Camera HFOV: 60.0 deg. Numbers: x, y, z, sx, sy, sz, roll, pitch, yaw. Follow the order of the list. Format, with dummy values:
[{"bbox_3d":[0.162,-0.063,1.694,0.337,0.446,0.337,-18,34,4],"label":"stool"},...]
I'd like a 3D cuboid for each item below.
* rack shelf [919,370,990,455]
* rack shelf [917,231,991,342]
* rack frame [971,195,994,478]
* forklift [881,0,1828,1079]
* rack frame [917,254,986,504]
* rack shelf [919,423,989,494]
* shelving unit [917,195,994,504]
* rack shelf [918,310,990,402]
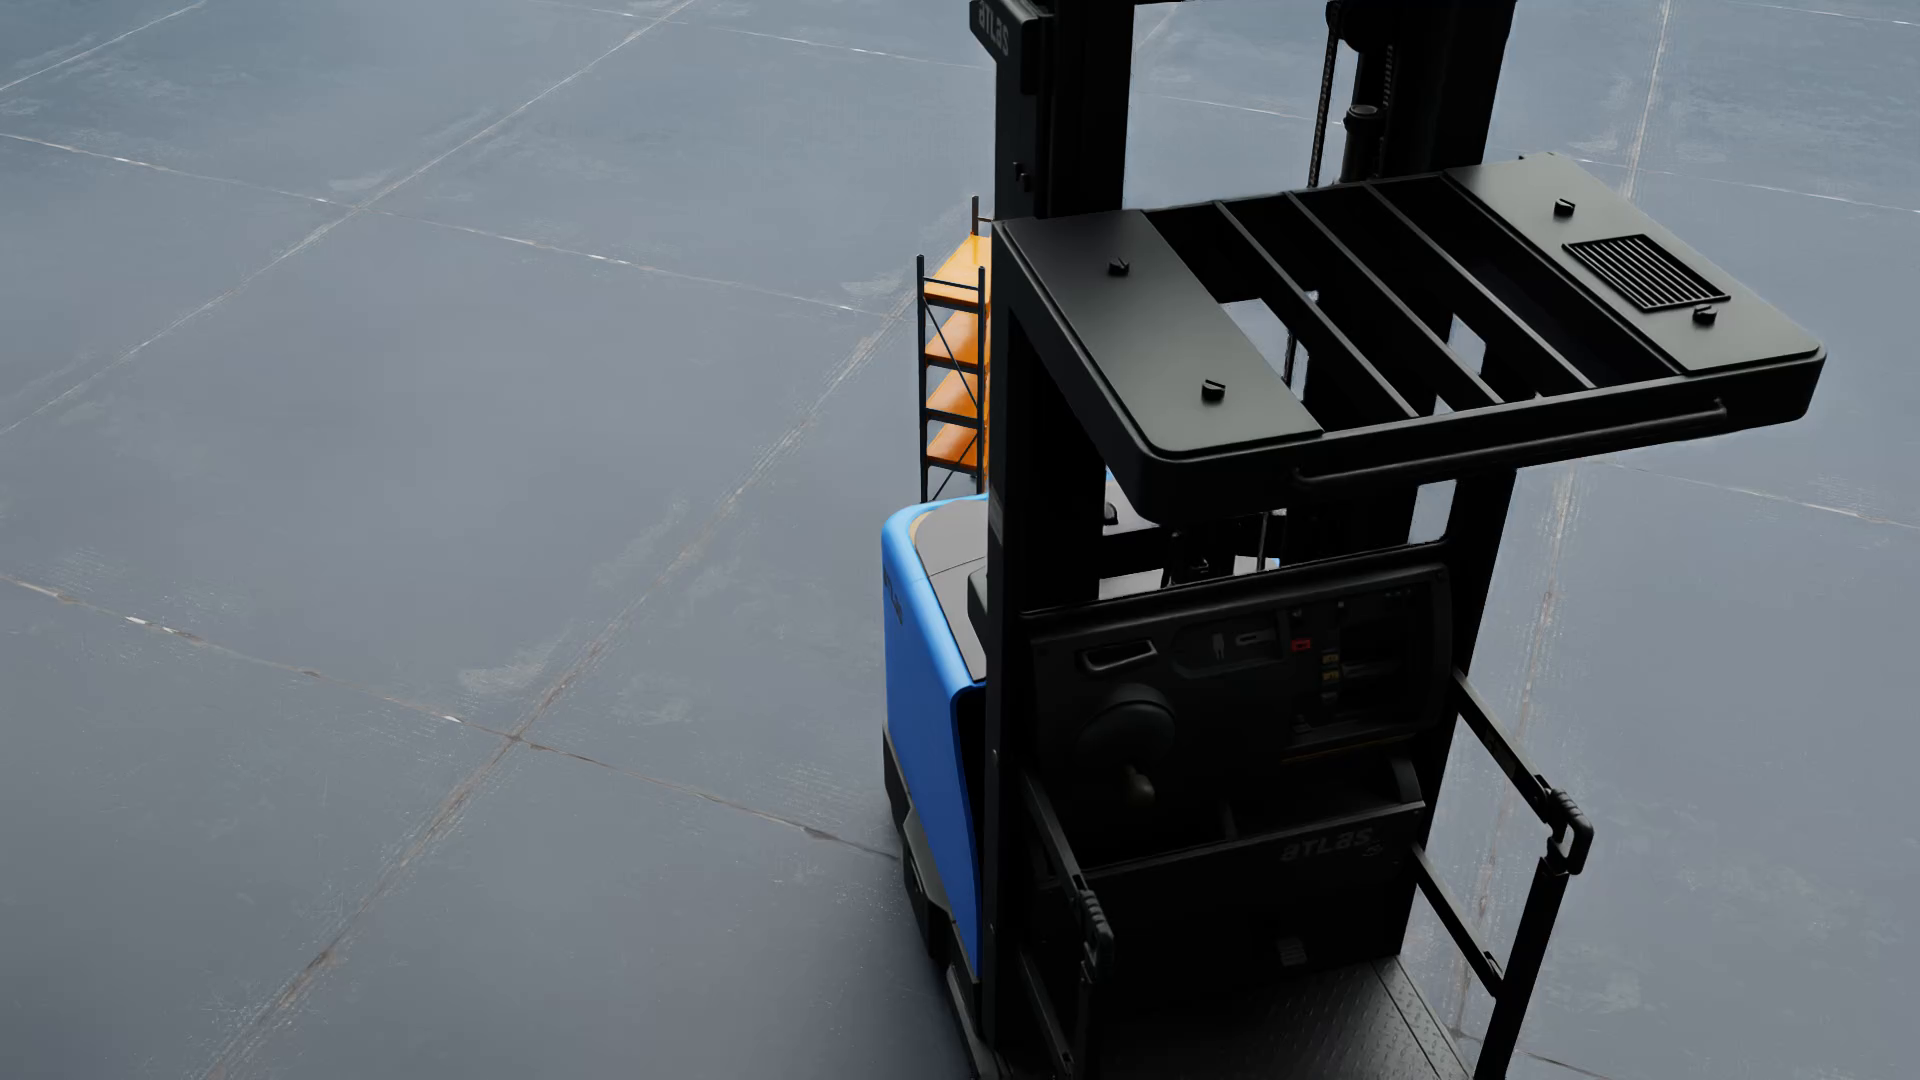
[{"bbox_3d":[0.063,-0.518,6.054,0.258,0.148,0.480,14,39,18],"label":"rack shelf"},{"bbox_3d":[0.063,-0.887,5.778,0.258,0.148,0.480,14,39,18],"label":"rack shelf"},{"bbox_3d":[0.156,-0.707,6.194,0.240,1.200,0.015,14,39,18],"label":"rack frame"},{"bbox_3d":[0.657,0.372,3.305,1.130,2.935,3.031,-10,38,-12],"label":"forklift"},{"bbox_3d":[-0.030,-0.437,5.833,0.240,1.200,0.015,14,39,18],"label":"rack frame"},{"bbox_3d":[0.063,-0.359,6.173,0.258,0.148,0.480,14,39,18],"label":"rack shelf"},{"bbox_3d":[0.063,-0.572,6.013,0.258,1.200,0.503,14,39,18],"label":"shelving unit"},{"bbox_3d":[0.063,-0.698,5.920,0.258,0.148,0.480,14,39,18],"label":"rack shelf"}]
